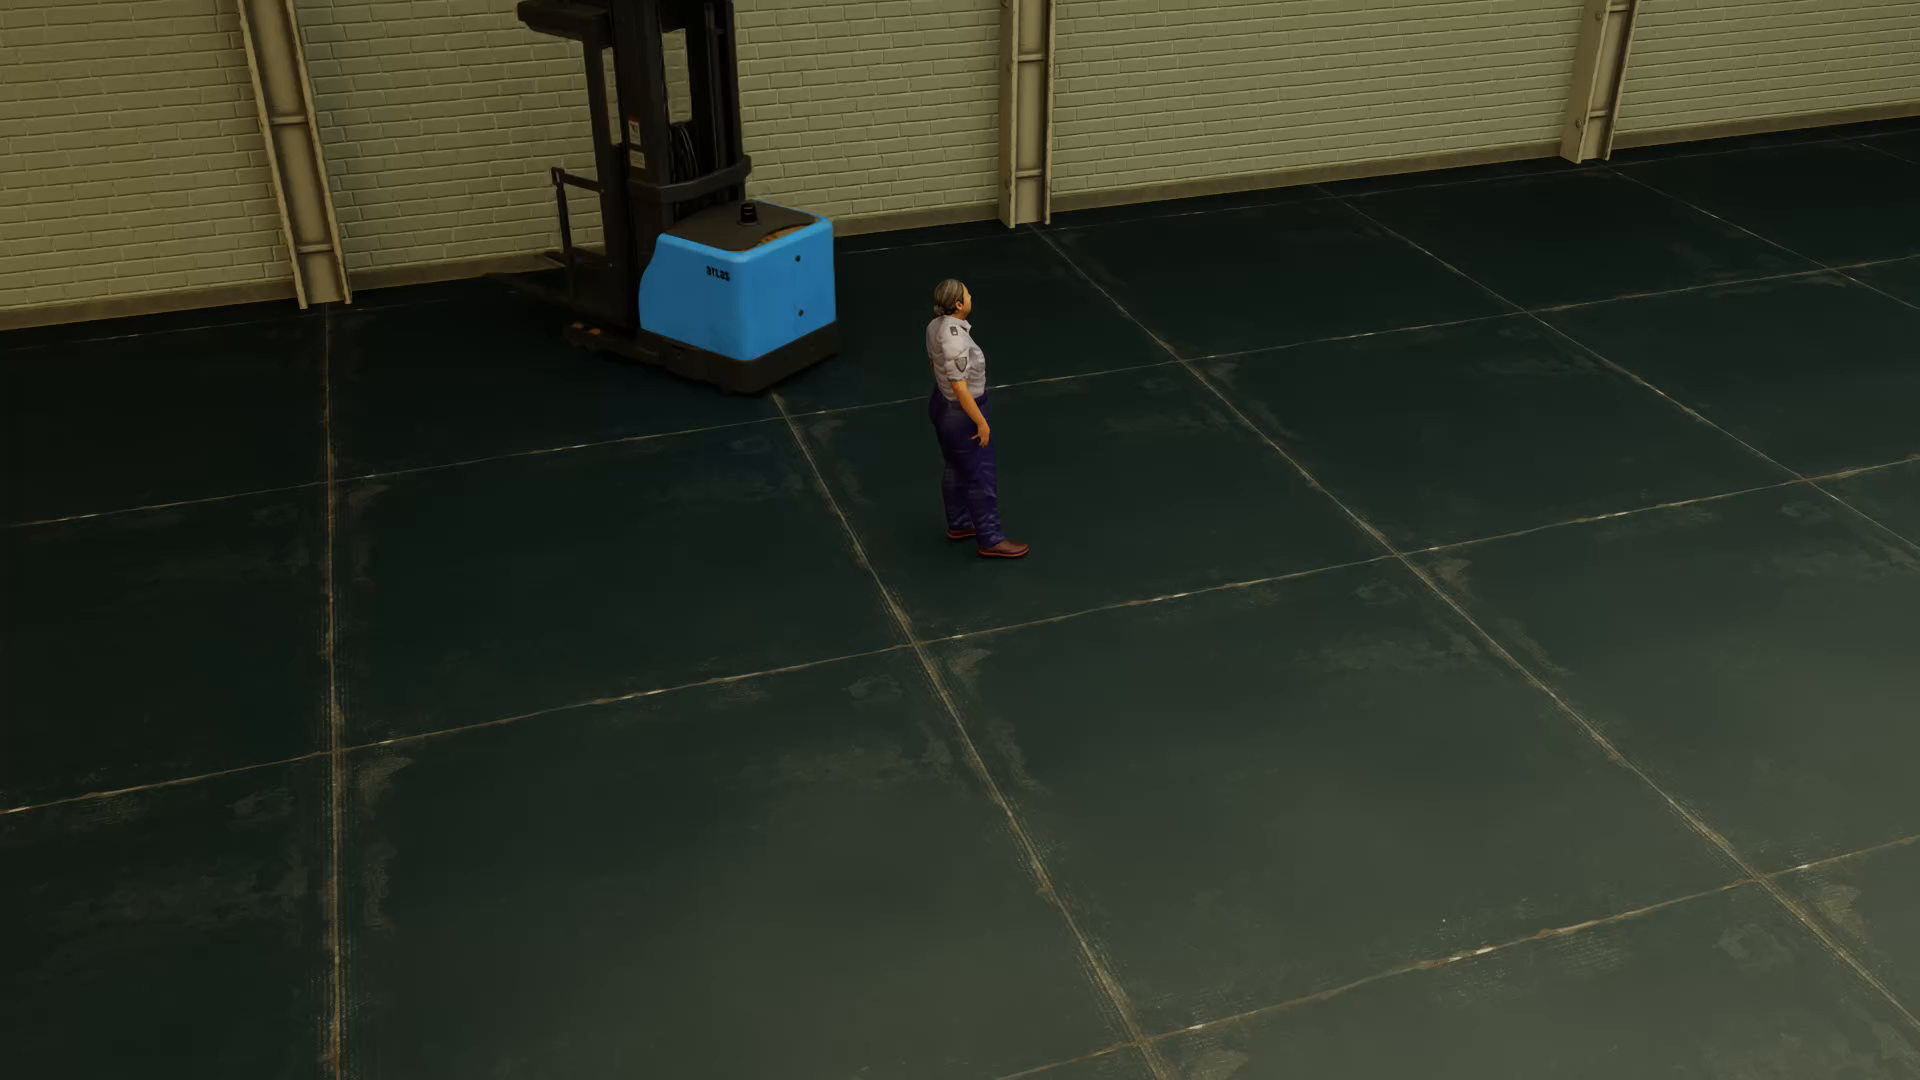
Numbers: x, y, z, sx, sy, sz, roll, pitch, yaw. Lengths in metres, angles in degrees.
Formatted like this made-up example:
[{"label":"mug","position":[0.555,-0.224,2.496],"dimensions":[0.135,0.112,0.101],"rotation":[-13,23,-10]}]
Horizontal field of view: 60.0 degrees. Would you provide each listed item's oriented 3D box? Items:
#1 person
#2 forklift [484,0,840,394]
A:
[{"label":"person","position":[0.093,-0.724,9.618],"dimensions":[0.502,1.651,0.598],"rotation":[-10,31,-16]},{"label":"forklift","position":[-2.379,-2.878,12.088],"dimensions":[3.031,2.935,1.130],"rotation":[20,36,31]}]
